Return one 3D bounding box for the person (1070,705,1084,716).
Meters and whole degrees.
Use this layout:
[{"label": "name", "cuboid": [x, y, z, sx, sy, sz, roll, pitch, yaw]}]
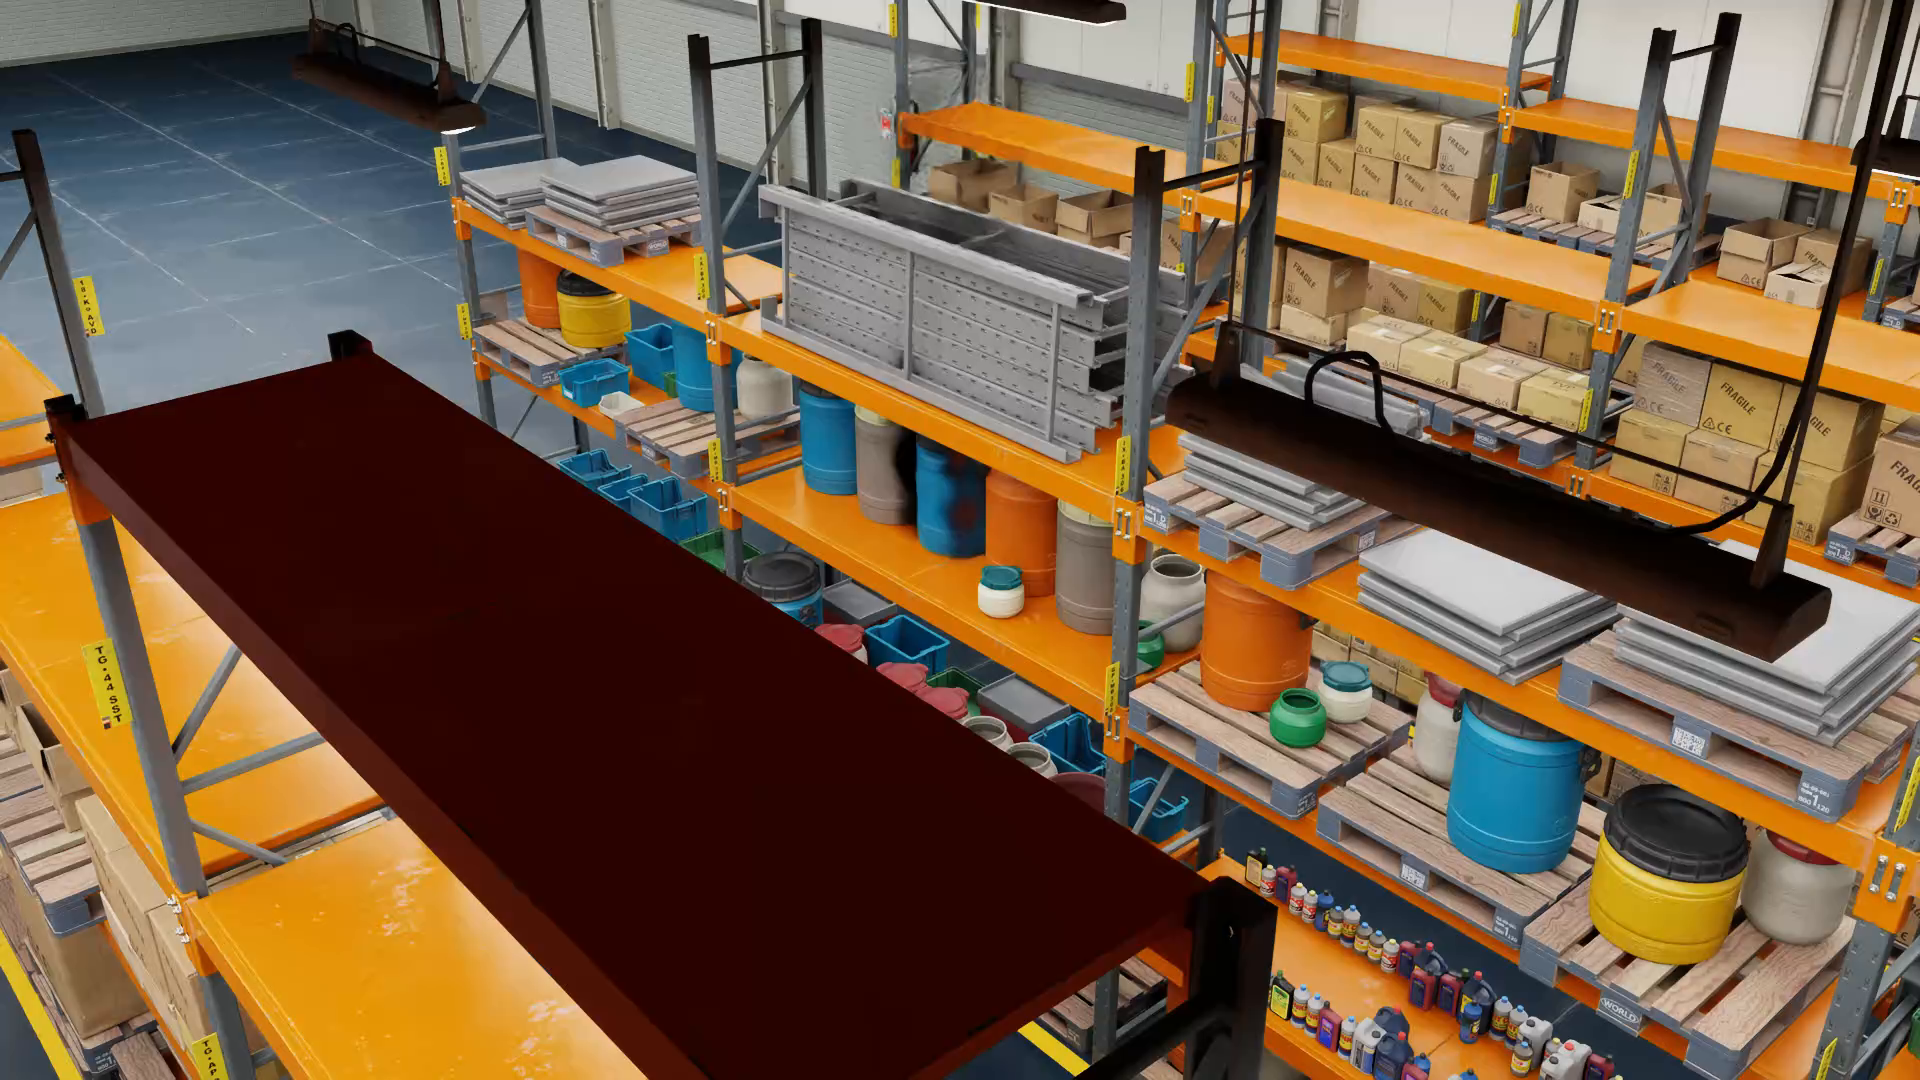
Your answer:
[{"label": "person", "cuboid": [1.201, 0.950, 13.964, 0.778, 1.580, 0.565, 16, 31, 29]}]
